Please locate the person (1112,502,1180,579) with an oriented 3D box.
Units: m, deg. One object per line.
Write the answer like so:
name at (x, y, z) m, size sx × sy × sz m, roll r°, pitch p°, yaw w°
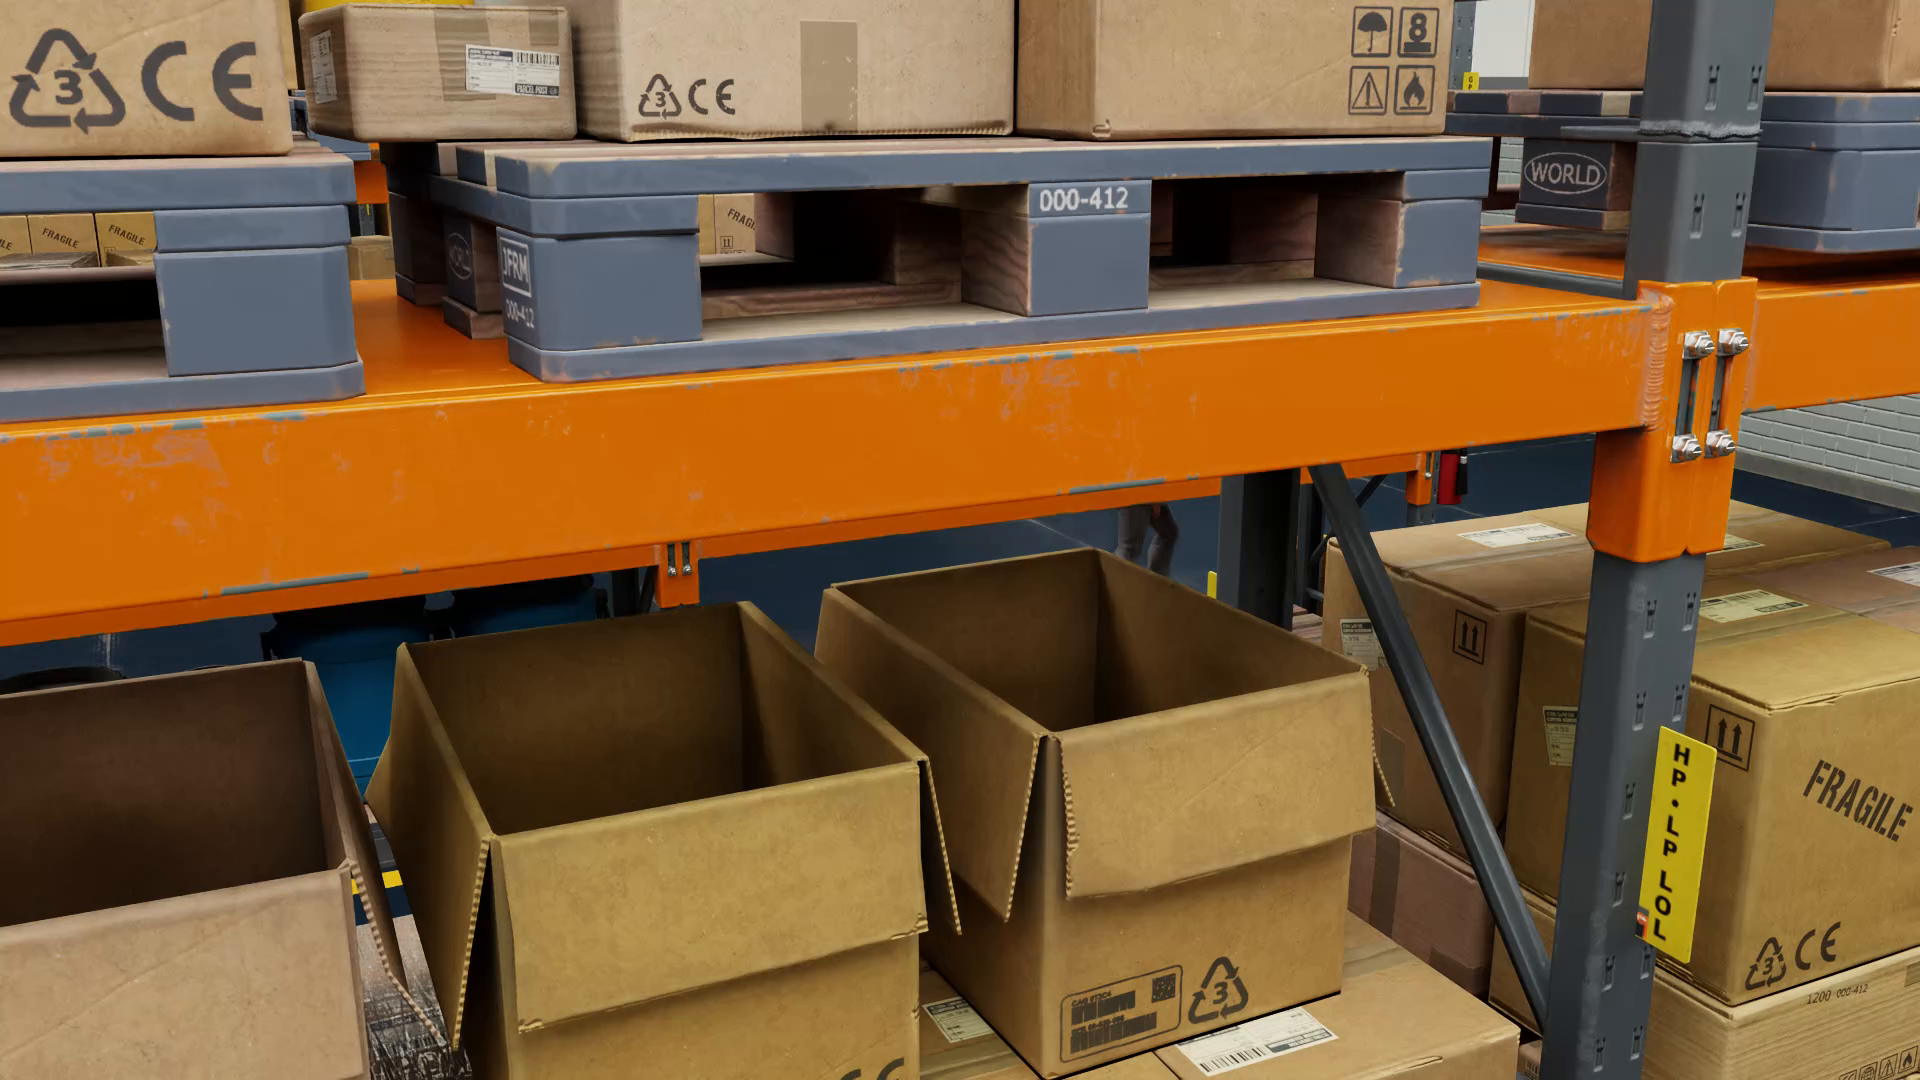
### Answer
person at (0.966, -0.295, 8.938) m, size 0.714 × 1.546 × 0.446 m, roll 0°, pitch 15°, yaw -1°
